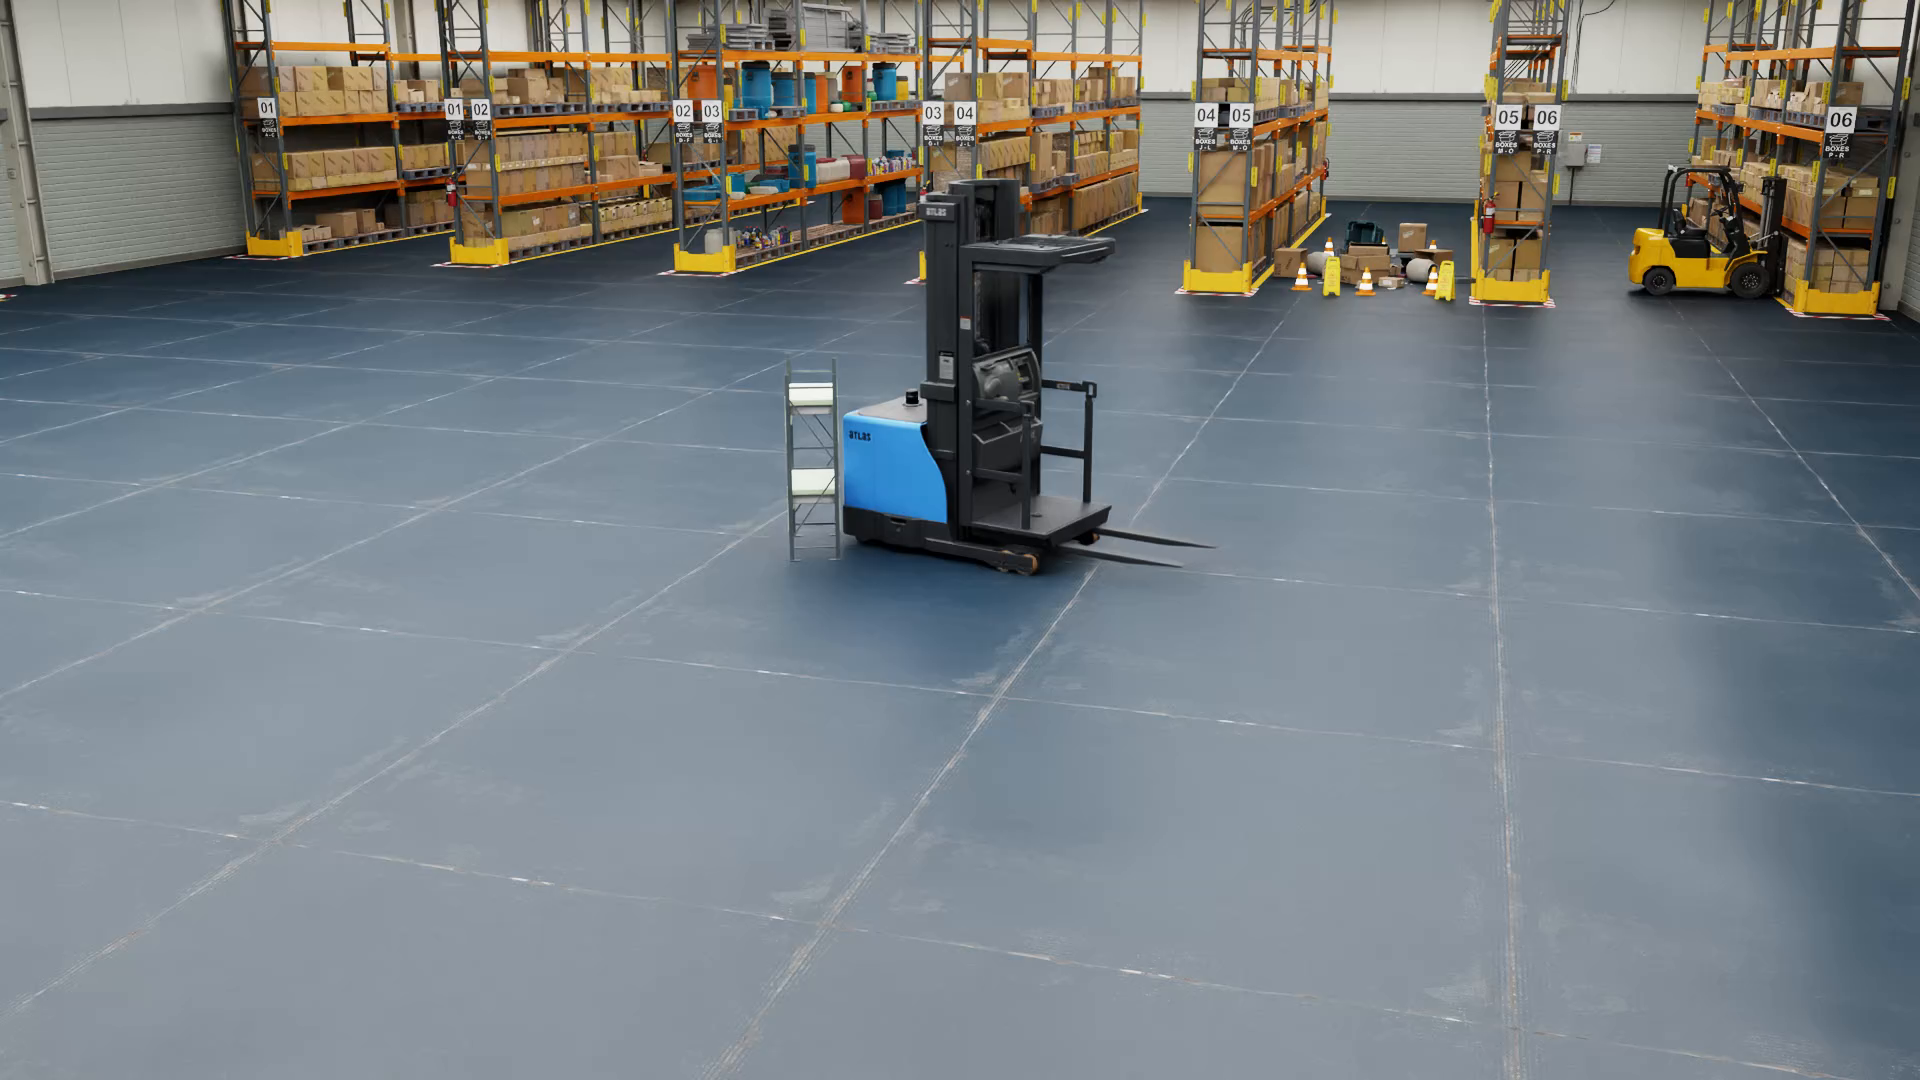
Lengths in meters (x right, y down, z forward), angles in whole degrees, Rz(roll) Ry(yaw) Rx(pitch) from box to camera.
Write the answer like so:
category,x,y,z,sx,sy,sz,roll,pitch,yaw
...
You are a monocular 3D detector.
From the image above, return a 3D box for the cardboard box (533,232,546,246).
category,x,y,z,sx,sy,sz,roll,pitch,yaw
cardboard box,-9.027,-6.309,34.845,0.500,0.250,0.500,5,16,16

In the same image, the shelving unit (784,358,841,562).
category,x,y,z,sx,sy,sz,roll,pitch,yaw
shelving unit,-1.183,-0.657,13.397,0.431,1.500,0.755,-1,16,-4

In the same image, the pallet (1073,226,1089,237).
category,x,y,z,sx,sy,sz,roll,pitch,yaw
pallet,2.393,-7.228,38.925,1.003,0.211,1.213,5,16,16

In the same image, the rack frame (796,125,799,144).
category,x,y,z,sx,sy,sz,roll,pitch,yaw
rack frame,-5.127,-11.231,47.928,1.000,3.000,0.127,5,16,16

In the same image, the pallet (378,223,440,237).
category,x,y,z,sx,sy,sz,roll,pitch,yaw
pallet,-13.068,-7.337,39.310,1.003,0.211,1.213,5,16,16

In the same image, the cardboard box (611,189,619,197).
category,x,y,z,sx,sy,sz,roll,pitch,yaw
cardboard box,-10.265,-10.160,47.964,0.700,0.500,0.500,4,16,14

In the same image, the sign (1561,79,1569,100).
category,x,y,z,sx,sy,sz,roll,pitch,yaw
sign,9.845,-7.329,27.072,0.100,0.325,0.005,5,16,16

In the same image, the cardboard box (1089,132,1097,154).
category,x,y,z,sx,sy,sz,roll,pitch,yaw
cardboard box,2.853,-9.600,40.155,0.797,0.503,0.637,5,17,16

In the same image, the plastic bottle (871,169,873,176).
category,x,y,z,sx,sy,sz,roll,pitch,yaw
plastic bottle,-2.133,-8.799,39.719,0.097,0.201,0.097,0,16,0

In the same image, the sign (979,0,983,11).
category,x,y,z,sx,sy,sz,roll,pitch,yaw
sign,0.426,-10.776,33.327,0.100,0.325,0.005,5,16,16

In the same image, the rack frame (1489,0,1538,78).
category,x,y,z,sx,sy,sz,roll,pitch,yaw
rack frame,13.871,-12.579,41.688,1.000,3.000,0.127,5,16,16

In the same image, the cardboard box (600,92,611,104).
category,x,y,z,sx,sy,sz,roll,pitch,yaw
cardboard box,-8.199,-9.969,37.487,0.500,0.250,0.500,3,16,10

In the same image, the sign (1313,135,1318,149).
category,x,y,z,sx,sy,sz,roll,pitch,yaw
sign,8.493,-9.519,39.771,0.100,0.325,0.005,5,16,16

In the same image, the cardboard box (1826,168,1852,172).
category,x,y,z,sx,sy,sz,roll,pitch,yaw
cardboard box,15.236,-6.363,28.849,0.380,0.149,0.250,4,16,15

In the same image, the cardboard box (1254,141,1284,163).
category,x,y,z,sx,sy,sz,roll,pitch,yaw
cardboard box,6.400,-8.103,34.886,0.700,0.500,0.500,4,16,15

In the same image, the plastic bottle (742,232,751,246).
category,x,y,z,sx,sy,sz,roll,pitch,yaw
plastic bottle,-4.442,-6.263,34.599,0.152,0.276,0.135,5,16,16

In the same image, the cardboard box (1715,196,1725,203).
category,x,y,z,sx,sy,sz,roll,pitch,yaw
cardboard box,17.196,-7.640,37.344,0.380,0.149,0.250,4,16,15

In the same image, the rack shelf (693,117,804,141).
category,x,y,z,sx,sy,sz,roll,pitch,yaw
rack shelf,-4.357,-8.280,33.346,1.077,0.370,4.000,5,16,16

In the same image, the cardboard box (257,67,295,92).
category,x,y,z,sx,sy,sz,roll,pitch,yaw
cardboard box,-14.082,-9.492,34.248,0.500,0.500,0.500,3,16,12

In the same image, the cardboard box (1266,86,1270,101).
category,x,y,z,sx,sy,sz,roll,pitch,yaw
cardboard box,5.362,-8.131,30.280,0.500,0.250,0.500,5,16,16

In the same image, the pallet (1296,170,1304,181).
category,x,y,z,sx,sy,sz,roll,pitch,yaw
pallet,7.346,-8.387,38.251,1.003,0.211,1.213,5,16,16

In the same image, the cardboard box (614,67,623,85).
category,x,y,z,sx,sy,sz,roll,pitch,yaw
cardboard box,-9.977,-13.253,47.509,0.500,0.500,0.500,5,17,18

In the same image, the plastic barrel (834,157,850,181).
category,x,y,z,sx,sy,sz,roll,pitch,yaw
plastic barrel,-2.740,-8.521,38.169,0.421,0.512,0.421,0,16,0

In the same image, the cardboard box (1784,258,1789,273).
category,x,y,z,sx,sy,sz,roll,pitch,yaw
cardboard box,14.202,-4.662,28.121,0.500,0.250,0.500,4,16,15

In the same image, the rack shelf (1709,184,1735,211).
category,x,y,z,sx,sy,sz,roll,pitch,yaw
rack shelf,16.926,-7.394,35.717,1.077,0.370,4.000,5,16,16

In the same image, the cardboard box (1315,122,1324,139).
category,x,y,z,sx,sy,sz,roll,pitch,yaw
cardboard box,9.061,-10.451,42.619,0.500,0.500,0.500,4,16,14

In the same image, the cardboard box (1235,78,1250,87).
category,x,y,z,sx,sy,sz,roll,pitch,yaw
cardboard box,4.950,-7.883,28.675,0.380,0.149,0.250,5,17,16

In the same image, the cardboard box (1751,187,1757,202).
category,x,y,z,sx,sy,sz,roll,pitch,yaw
cardboard box,15.561,-6.645,32.035,0.500,0.250,0.500,5,17,18

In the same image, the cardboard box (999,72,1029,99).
category,x,y,z,sx,sy,sz,roll,pitch,yaw
cardboard box,1.076,-9.060,33.131,0.500,0.500,0.500,4,16,14

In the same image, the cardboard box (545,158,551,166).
category,x,y,z,sx,sy,sz,roll,pitch,yaw
cardboard box,-8.844,-7.962,35.032,0.380,0.149,0.250,5,17,18

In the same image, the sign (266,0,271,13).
category,x,y,z,sx,sy,sz,roll,pitch,yaw
sign,-13.904,-10.760,33.416,0.100,0.325,0.005,5,16,16

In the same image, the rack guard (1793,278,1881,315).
category,x,y,z,sx,sy,sz,roll,pitch,yaw
rack guard,14.078,-3.915,26.714,1.175,0.500,0.348,5,16,16

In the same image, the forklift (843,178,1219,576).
category,x,y,z,sx,sy,sz,roll,pitch,yaw
forklift,0.549,-1.298,13.034,3.031,2.935,1.130,10,19,31

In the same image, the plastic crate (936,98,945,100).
category,x,y,z,sx,sy,sz,roll,pitch,yaw
plastic crate,-0.385,-11.907,45.202,0.450,0.188,0.336,5,16,16

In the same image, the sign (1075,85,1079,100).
category,x,y,z,sx,sy,sz,roll,pitch,yaw
sign,2.616,-10.018,37.207,0.100,0.325,0.005,5,16,16

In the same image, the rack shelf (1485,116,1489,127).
category,x,y,z,sx,sy,sz,roll,pitch,yaw
rack shelf,12.166,-9.221,36.662,1.077,0.370,4.000,5,16,16

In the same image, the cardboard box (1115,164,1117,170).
category,x,y,z,sx,sy,sz,roll,pitch,yaw
cardboard box,3.785,-9.484,42.229,0.380,0.149,0.250,5,17,18

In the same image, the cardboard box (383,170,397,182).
category,x,y,z,sx,sy,sz,roll,pitch,yaw
cardboard box,-13.132,-8.265,37.709,0.500,0.250,0.500,5,16,16

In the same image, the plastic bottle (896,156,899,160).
category,x,y,z,sx,sy,sz,roll,pitch,yaw
plastic bottle,-1.601,-9.521,41.990,0.144,0.351,0.185,5,16,16

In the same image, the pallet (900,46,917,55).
category,x,y,z,sx,sy,sz,roll,pitch,yaw
pallet,-1.721,-12.183,41.371,1.003,0.211,1.213,5,16,16

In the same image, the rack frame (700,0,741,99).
category,x,y,z,sx,sy,sz,roll,pitch,yaw
rack frame,-6.264,-13.071,43.420,1.000,3.000,0.127,5,16,16

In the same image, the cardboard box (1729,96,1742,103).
category,x,y,z,sx,sy,sz,roll,pitch,yaw
cardboard box,16.616,-9.384,35.426,0.380,0.149,0.250,5,17,17

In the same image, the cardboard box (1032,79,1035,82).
category,x,y,z,sx,sy,sz,roll,pitch,yaw
cardboard box,1.432,-9.733,36.050,0.500,0.500,0.500,4,16,14

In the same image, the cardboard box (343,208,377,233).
category,x,y,z,sx,sy,sz,roll,pitch,yaw
cardboard box,-13.544,-7.209,37.523,0.500,0.500,0.500,3,16,12

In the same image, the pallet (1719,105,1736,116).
category,x,y,z,sx,sy,sz,roll,pitch,yaw
pallet,16.950,-9.179,35.540,1.213,0.211,1.003,5,16,16

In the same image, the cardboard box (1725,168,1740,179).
category,x,y,z,sx,sy,sz,roll,pitch,yaw
cardboard box,16.347,-7.647,34.799,0.500,0.250,0.500,4,16,13

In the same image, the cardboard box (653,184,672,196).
category,x,y,z,sx,sy,sz,roll,pitch,yaw
cardboard box,-7.348,-8.786,41.708,0.500,0.250,0.500,5,17,18

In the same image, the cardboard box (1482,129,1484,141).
category,x,y,z,sx,sy,sz,roll,pitch,yaw
cardboard box,13.462,-10.119,41.992,0.500,0.500,0.500,4,16,15

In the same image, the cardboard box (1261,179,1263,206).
category,x,y,z,sx,sy,sz,roll,pitch,yaw
cardboard box,5.138,-6.462,30.839,0.875,0.550,0.500,5,16,16

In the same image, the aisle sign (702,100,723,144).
category,x,y,z,sx,sy,sz,roll,pitch,yaw
aisle sign,-4.665,-7.869,31.311,0.394,0.787,0.004,5,16,16

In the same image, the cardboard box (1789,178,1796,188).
category,x,y,z,sx,sy,sz,roll,pitch,yaw
cardboard box,14.487,-6.134,28.588,0.380,0.149,0.250,4,16,14
